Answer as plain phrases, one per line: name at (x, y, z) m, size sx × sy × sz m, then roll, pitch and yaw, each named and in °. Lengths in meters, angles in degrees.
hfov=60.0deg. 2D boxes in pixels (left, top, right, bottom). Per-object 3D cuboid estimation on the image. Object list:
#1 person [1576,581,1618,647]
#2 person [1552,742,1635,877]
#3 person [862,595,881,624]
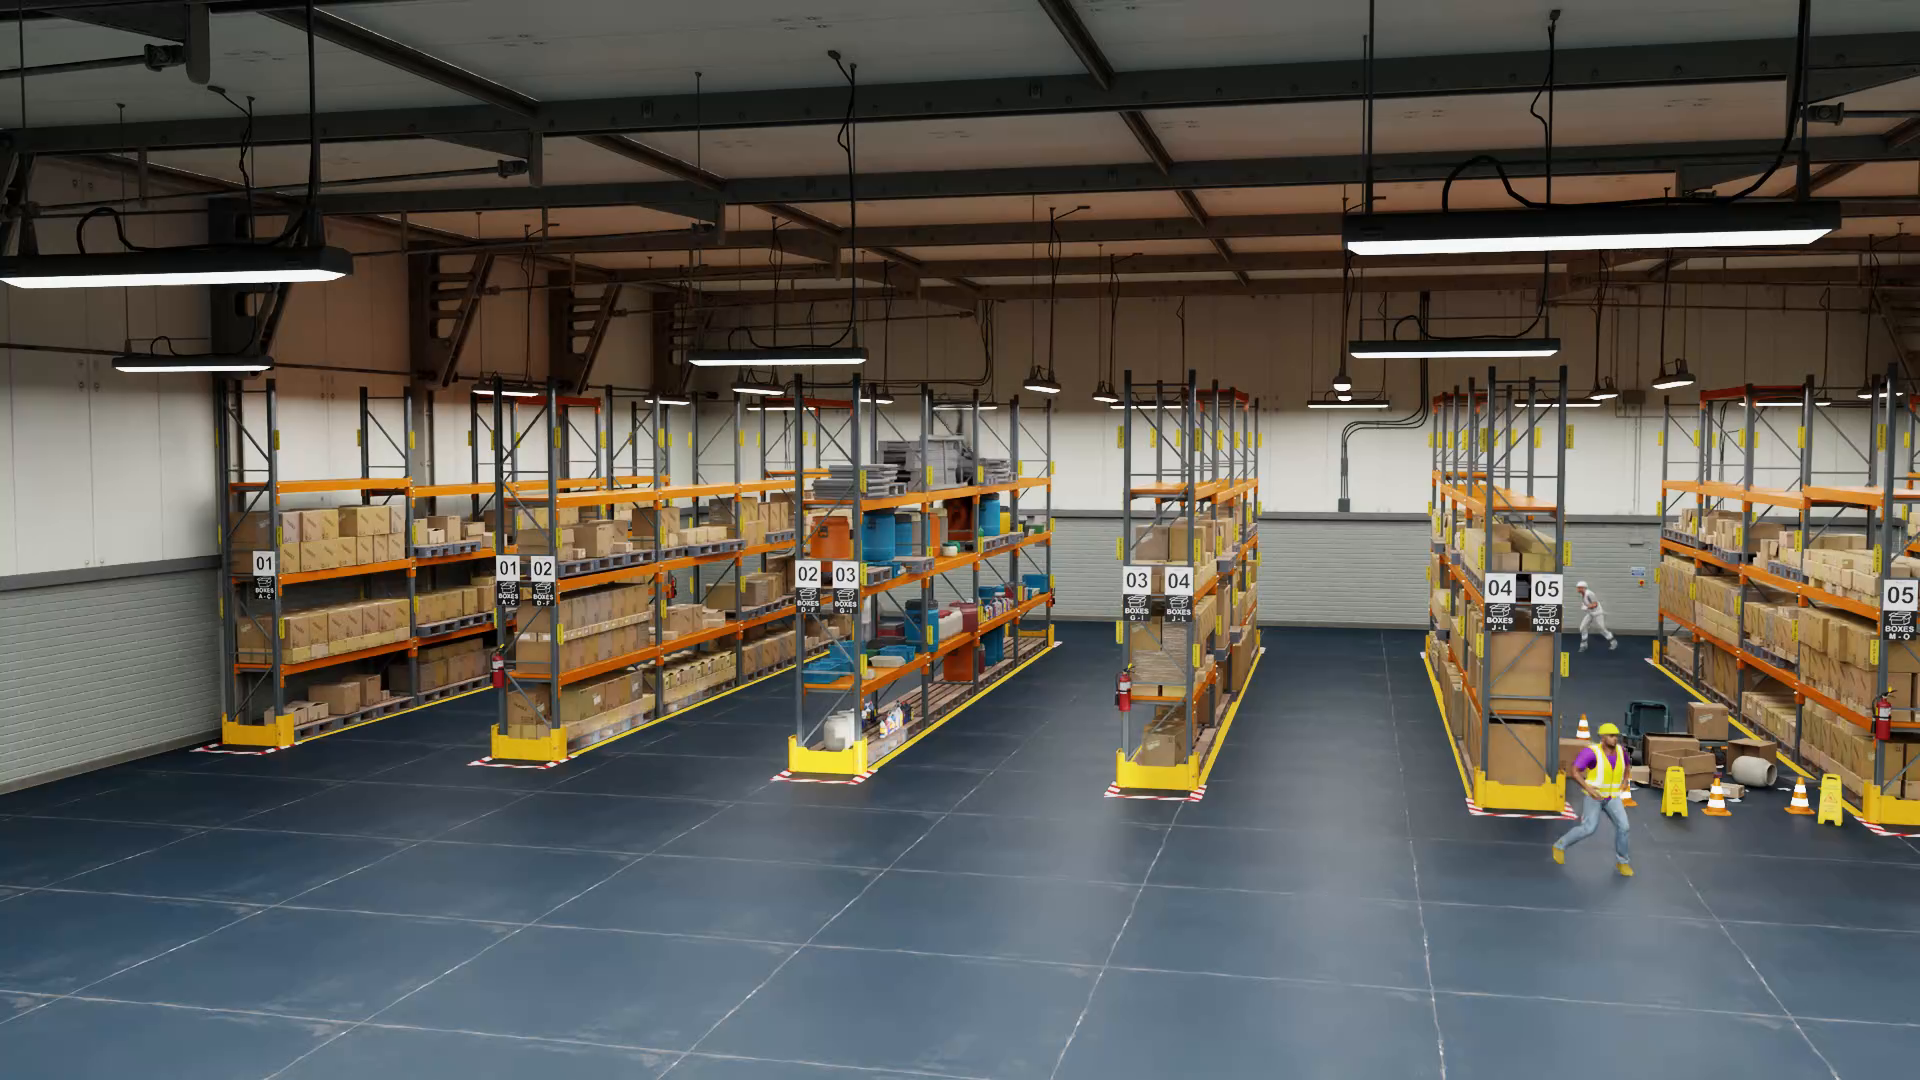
person at (14.934, 1.746, 39.268) m, size 0.891 × 1.569 × 0.540 m, roll 0°, pitch 3°, yaw 1°
person at (7.423, 3.112, 19.330) m, size 0.889 × 1.523 × 0.744 m, roll -1°, pitch 4°, yaw -18°
person at (-2.055, 1.344, 35.479) m, size 0.649 × 0.882 × 0.625 m, roll 1°, pitch 4°, yaw 15°
